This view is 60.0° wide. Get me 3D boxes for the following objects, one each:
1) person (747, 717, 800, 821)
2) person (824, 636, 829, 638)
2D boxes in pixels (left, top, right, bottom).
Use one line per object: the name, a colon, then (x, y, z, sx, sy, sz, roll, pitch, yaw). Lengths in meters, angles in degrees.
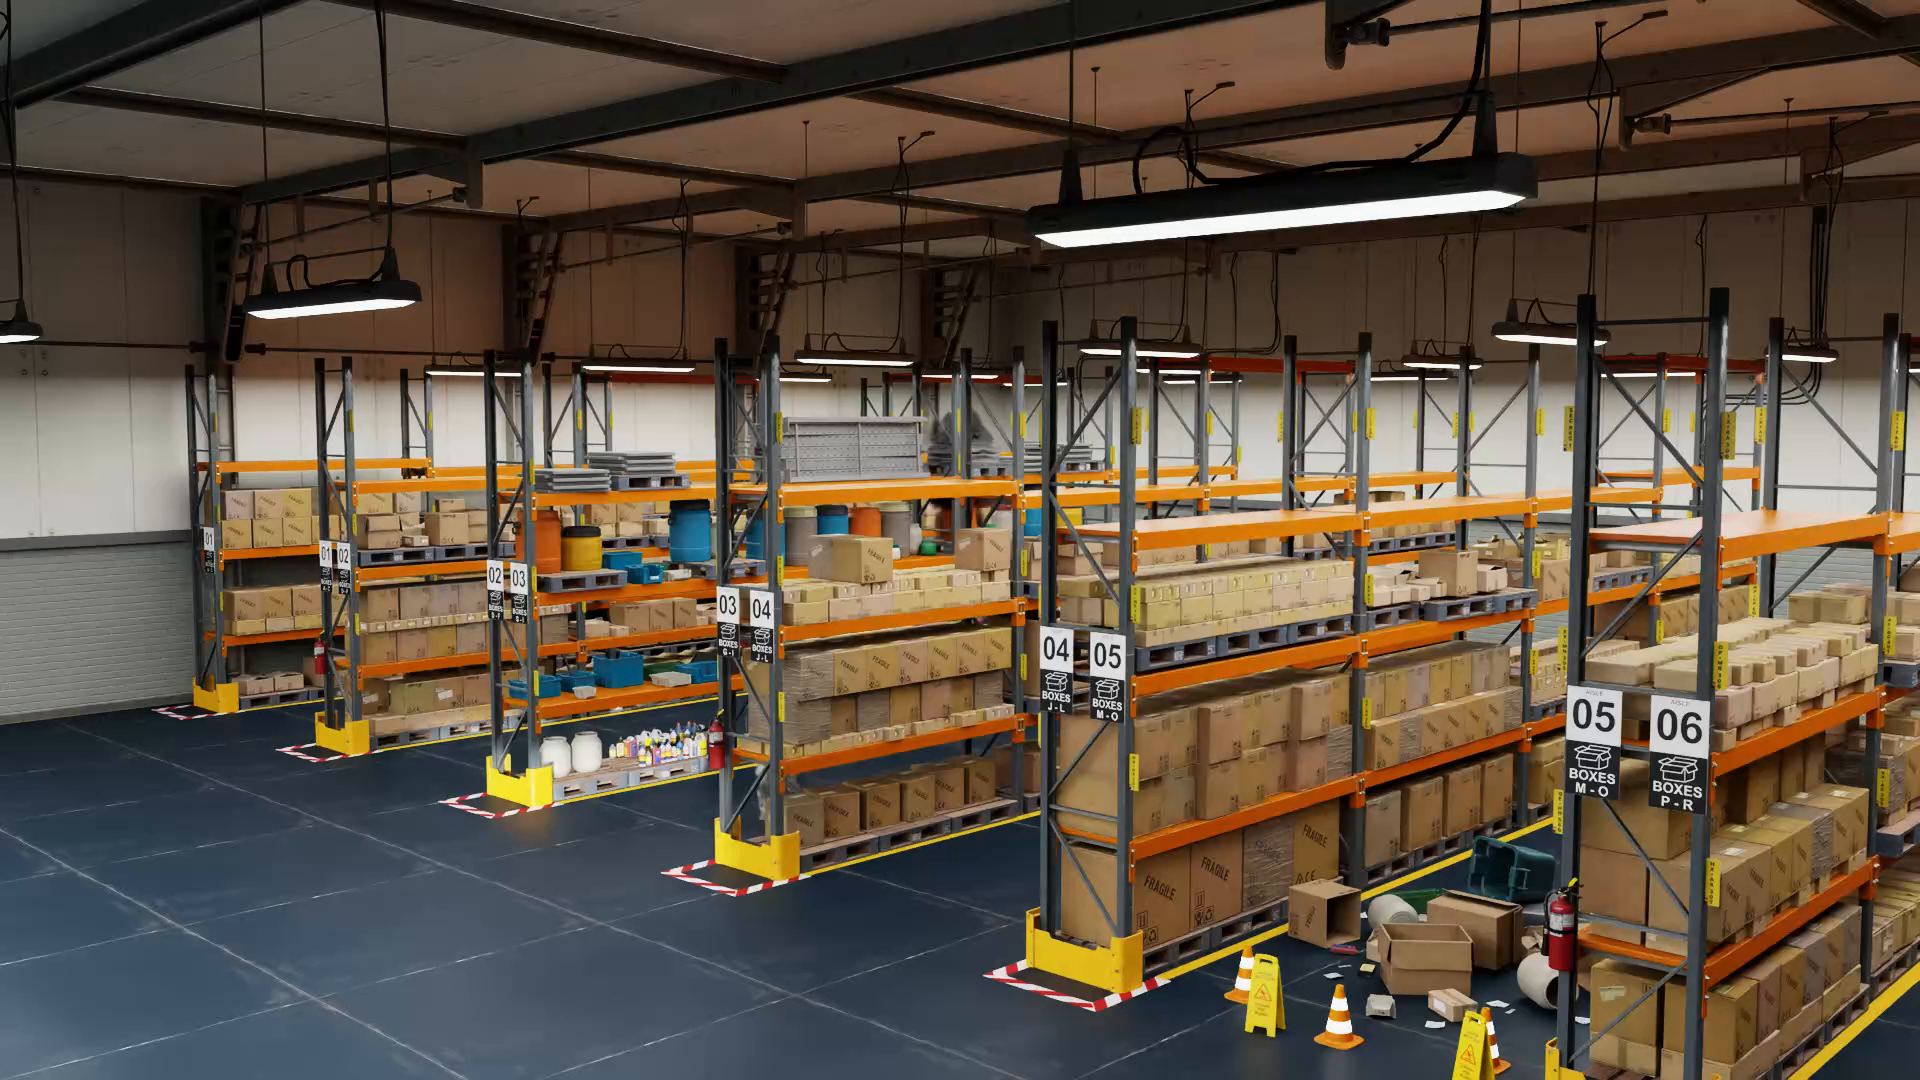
person: (-2.388, 2.707, 21.163, 0.697, 1.699, 0.755, 0, 4, 4)
person: (-2.220, 2.127, 28.727, 0.640, 1.680, 0.628, -4, 6, -44)
